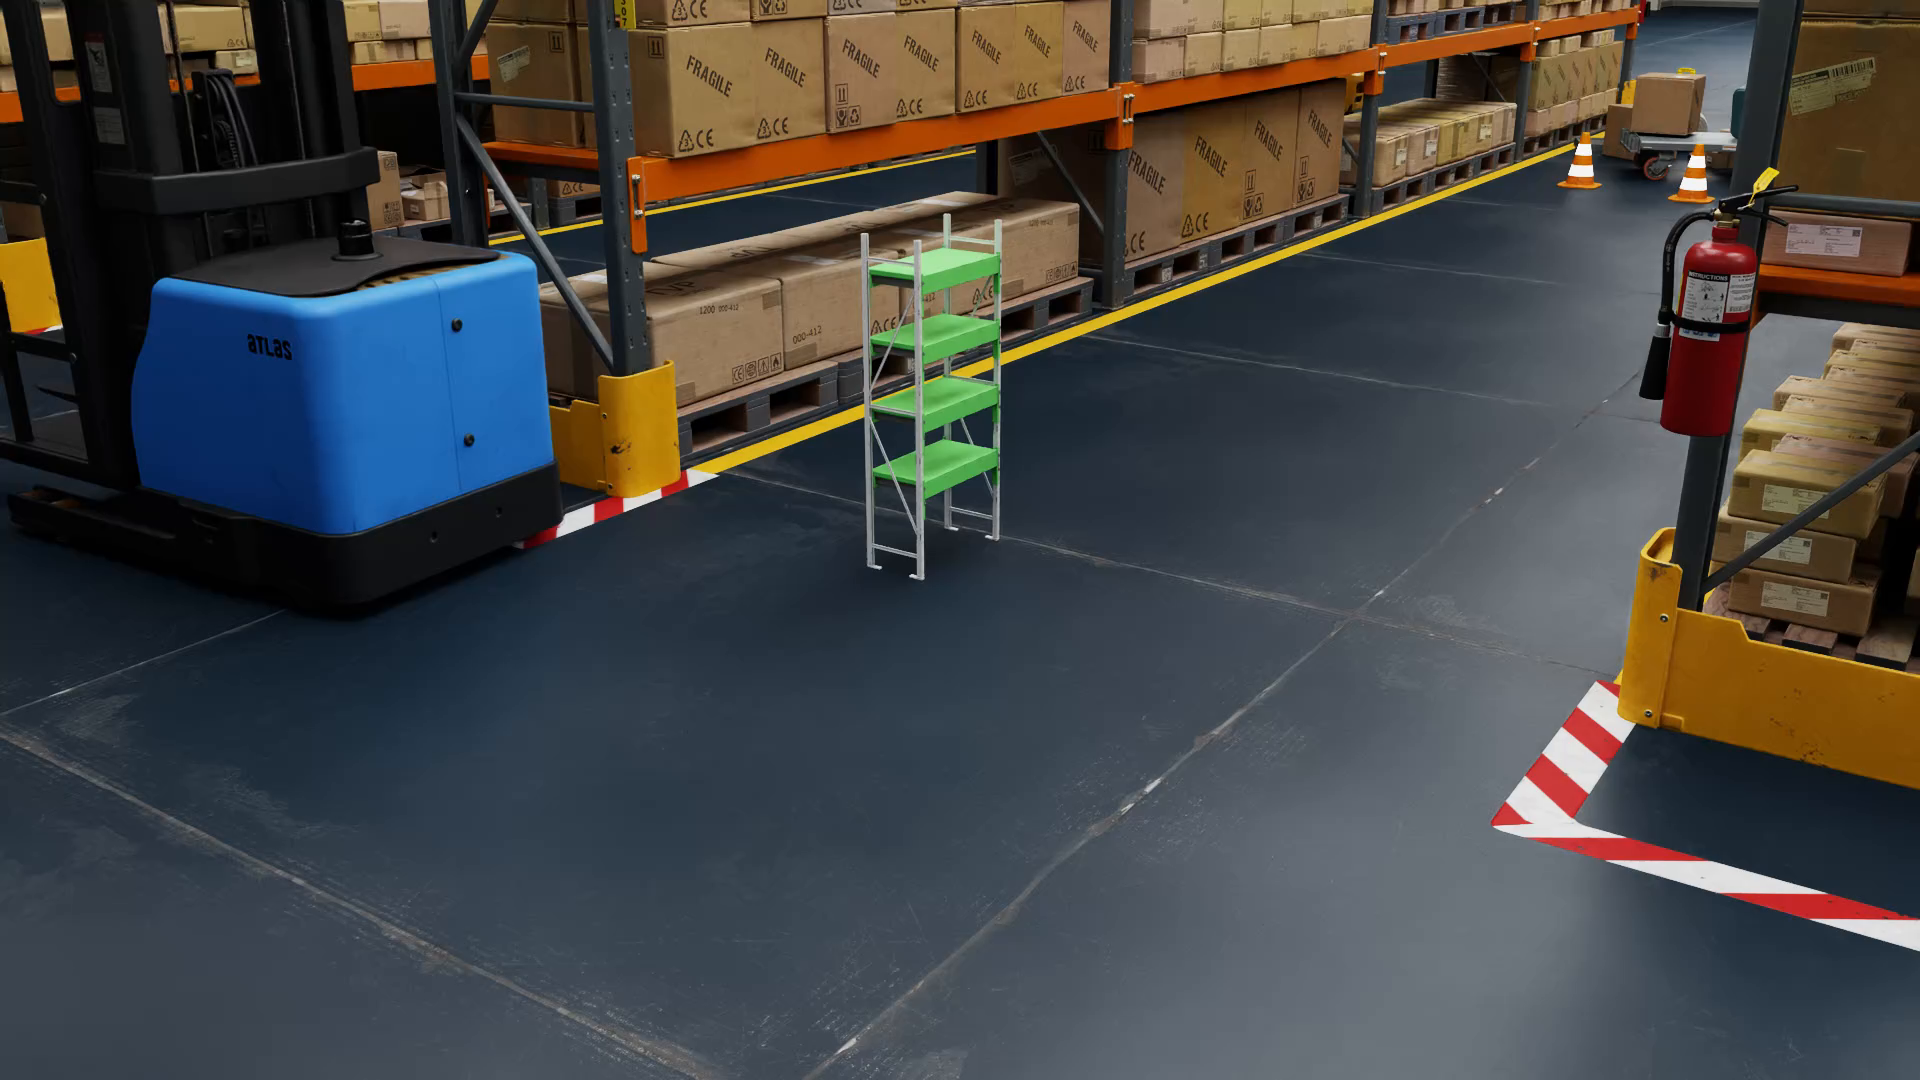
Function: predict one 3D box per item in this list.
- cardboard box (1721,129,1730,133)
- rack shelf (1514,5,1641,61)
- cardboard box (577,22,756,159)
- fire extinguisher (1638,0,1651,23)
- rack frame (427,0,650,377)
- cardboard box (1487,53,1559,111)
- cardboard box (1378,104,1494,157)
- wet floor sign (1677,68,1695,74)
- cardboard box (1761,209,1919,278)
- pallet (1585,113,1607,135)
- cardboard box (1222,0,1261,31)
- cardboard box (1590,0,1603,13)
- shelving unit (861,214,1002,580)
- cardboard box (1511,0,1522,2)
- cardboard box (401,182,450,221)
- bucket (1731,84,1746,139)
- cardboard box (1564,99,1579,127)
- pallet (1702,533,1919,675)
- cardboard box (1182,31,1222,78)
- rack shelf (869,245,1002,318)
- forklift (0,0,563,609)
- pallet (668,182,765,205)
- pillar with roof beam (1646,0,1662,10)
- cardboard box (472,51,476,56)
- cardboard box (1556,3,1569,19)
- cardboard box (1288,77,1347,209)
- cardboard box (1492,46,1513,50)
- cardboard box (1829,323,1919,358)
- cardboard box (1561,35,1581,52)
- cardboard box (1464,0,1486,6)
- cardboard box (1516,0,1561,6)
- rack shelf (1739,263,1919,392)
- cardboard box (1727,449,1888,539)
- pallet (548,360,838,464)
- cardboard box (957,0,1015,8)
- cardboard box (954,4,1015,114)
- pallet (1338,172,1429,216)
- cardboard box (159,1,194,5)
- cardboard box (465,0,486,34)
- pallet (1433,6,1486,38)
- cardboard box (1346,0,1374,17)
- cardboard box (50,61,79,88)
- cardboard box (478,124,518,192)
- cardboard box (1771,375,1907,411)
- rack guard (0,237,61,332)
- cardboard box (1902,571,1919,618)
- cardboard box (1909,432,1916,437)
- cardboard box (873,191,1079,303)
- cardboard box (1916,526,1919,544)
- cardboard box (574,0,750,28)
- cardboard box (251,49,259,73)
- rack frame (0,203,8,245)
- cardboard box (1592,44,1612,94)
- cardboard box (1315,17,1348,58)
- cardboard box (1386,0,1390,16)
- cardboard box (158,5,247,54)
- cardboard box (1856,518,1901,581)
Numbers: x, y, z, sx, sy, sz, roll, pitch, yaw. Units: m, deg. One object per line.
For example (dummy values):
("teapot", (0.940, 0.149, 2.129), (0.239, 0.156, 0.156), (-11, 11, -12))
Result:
("cardboard box", (8.221, -4.221, 17.461), (0.250, 0.149, 0.380), (-10, 22, -24))
("rack shelf", (6.162, -5.417, 17.622), (1.077, 0.370, 4.000), (13, 24, 32))
("cardboard box", (-1.201, -1.866, 6.841), (0.500, 0.500, 0.500), (13, 24, 31))
("fire extinguisher", (7.732, -6.234, 18.907), (0.296, 0.674, 0.183), (13, 24, 32))
("rack frame", (-1.708, -1.737, 6.637), (1.000, 3.000, 0.127), (13, 24, 32))
("cardboard box", (5.593, -4.556, 16.535), (0.500, 0.500, 0.500), (15, 25, 34))
("cardboard box", (4.344, -3.787, 15.361), (0.950, 0.372, 0.625), (15, 25, 35))
("wet floor sign", (8.278, -5.069, 19.040), (0.232, 0.644, 0.267), (-14, 25, -33))
("cardboard box", (2.392, -0.832, 4.551), (0.380, 0.149, 0.250), (13, 24, 32))
("pallet", (6.758, -4.772, 18.861), (1.003, 0.211, 1.213), (13, 24, 32))
("cardboard box", (1.597, -3.415, 10.668), (0.500, 0.250, 0.500), (14, 24, 32))
("cardboard box", (6.592, -5.680, 17.660), (0.380, 0.149, 0.250), (13, 24, 31))
("shelving unit", (-0.093, -0.515, 5.928), (0.258, 1.200, 0.503), (13, 24, 32))
("cardboard box", (4.977, -5.058, 15.371), (0.380, 0.149, 0.250), (14, 24, 33))
("cardboard box", (-3.838, -2.447, 11.892), (0.396, 0.266, 0.258), (14, 25, 34))
("bucket", (7.358, -3.910, 15.039), (0.620, 0.611, 0.726), (-24, 30, -29))
("cardboard box", (6.180, -4.512, 17.498), (0.500, 0.250, 0.500), (13, 24, 31))
("pallet", (2.971, 0.259, 5.260), (1.003, 0.211, 1.213), (13, 24, 32))
("cardboard box", (1.296, -3.038, 10.370), (0.500, 0.250, 0.500), (13, 24, 31))
("rack shelf", (-0.093, -0.906, 5.784), (0.258, 0.148, 0.480), (13, 24, 32))
("forklift", (-3.019, -1.507, 6.115), (3.031, 2.935, 1.130), (12, 23, 29))
("pallet", (-2.455, -3.136, 14.439), (1.003, 0.211, 1.213), (13, 24, 32))
("pillar with roof beam", (22.467, -17.852, 41.557), (9.100, 9.000, 0.400), (13, 24, 32))
("cardboard box", (-3.665, -3.514, 11.804), (0.380, 0.149, 0.250), (14, 25, 33))
("cardboard box", (5.871, -5.319, 16.683), (0.380, 0.149, 0.250), (14, 25, 33))
("cardboard box", (2.332, -3.051, 12.646), (0.875, 0.875, 0.875), (13, 24, 31))
("cardboard box", (5.719, -4.954, 17.612), (0.500, 0.500, 0.500), (15, 25, 35))
("cardboard box", (3.683, -0.743, 6.596), (0.380, 0.149, 0.250), (14, 24, 33))
("cardboard box", (6.149, -5.110, 17.098), (0.380, 0.149, 0.250), (15, 25, 35))
("cardboard box", (4.391, -4.768, 14.588), (0.380, 0.149, 0.250), (13, 24, 32))
("cardboard box", (5.516, -5.438, 16.071), (0.500, 0.500, 0.500), (13, 24, 32))
("rack shelf", (3.567, -1.037, 5.782), (1.077, 0.370, 4.000), (13, 24, 32))
("cardboard box", (2.531, -0.141, 4.969), (0.380, 0.149, 0.250), (14, 24, 32))
("pallet", (-1.323, -0.674, 7.783), (1.003, 0.211, 1.213), (13, 24, 32))
("cardboard box", (-0.067, -2.919, 8.248), (0.500, 0.500, 0.500), (14, 24, 33))
("cardboard box", (-0.064, -2.453, 8.428), (0.500, 0.500, 0.500), (13, 24, 31))
("pallet", (3.230, -2.948, 13.932), (1.003, 0.211, 1.213), (13, 24, 32))
("cardboard box", (-4.909, -3.396, 10.909), (0.500, 0.250, 0.500), (13, 24, 32))
("cardboard box", (-3.651, -3.727, 11.805), (0.500, 0.250, 0.500), (14, 24, 33))
("pallet", (3.868, -4.518, 14.433), (1.003, 0.211, 1.213), (13, 24, 32))
("cardboard box", (2.727, -4.008, 12.272), (0.500, 0.250, 0.500), (13, 24, 32))
("cardboard box", (-5.299, -2.709, 9.627), (0.380, 0.149, 0.250), (14, 24, 33))
("cardboard box", (-3.535, -3.075, 13.252), (0.500, 0.500, 0.500), (13, 24, 32))
("cardboard box", (3.063, -0.451, 5.806), (0.380, 0.149, 0.250), (14, 25, 34))
("rack guard", (-5.772, -1.553, 9.744), (1.175, 0.500, 0.348), (13, 24, 32))
("cardboard box", (3.081, 0.160, 5.011), (0.380, 0.149, 0.250), (13, 24, 32))
("cardboard box", (3.234, -0.378, 6.037), (0.380, 0.149, 0.250), (15, 25, 34))
("cardboard box", (0.099, -1.721, 9.681), (0.875, 0.438, 0.875), (13, 24, 31))
("cardboard box", (3.215, -0.055, 5.166), (0.380, 0.149, 0.250), (14, 24, 33))
("cardboard box", (-1.202, -2.335, 6.669), (0.500, 0.500, 0.500), (13, 24, 31))
("cardboard box", (-4.507, -3.066, 10.593), (0.380, 0.149, 0.250), (14, 24, 33))
("rack frame", (-5.815, -2.704, 9.251), (1.000, 3.000, 0.127), (13, 24, 32))
("cardboard box", (6.761, -5.156, 18.157), (0.500, 0.500, 0.500), (14, 25, 34))
("cardboard box", (2.445, -3.617, 11.935), (0.500, 0.250, 0.500), (14, 24, 33))
("cardboard box", (3.126, -4.169, 12.967), (0.380, 0.149, 0.250), (12, 23, 29))
("cardboard box", (-4.772, -3.142, 10.222), (0.500, 0.250, 0.500), (13, 24, 31))
("cardboard box", (2.847, -0.005, 5.458), (0.380, 0.149, 0.250), (13, 24, 32))
